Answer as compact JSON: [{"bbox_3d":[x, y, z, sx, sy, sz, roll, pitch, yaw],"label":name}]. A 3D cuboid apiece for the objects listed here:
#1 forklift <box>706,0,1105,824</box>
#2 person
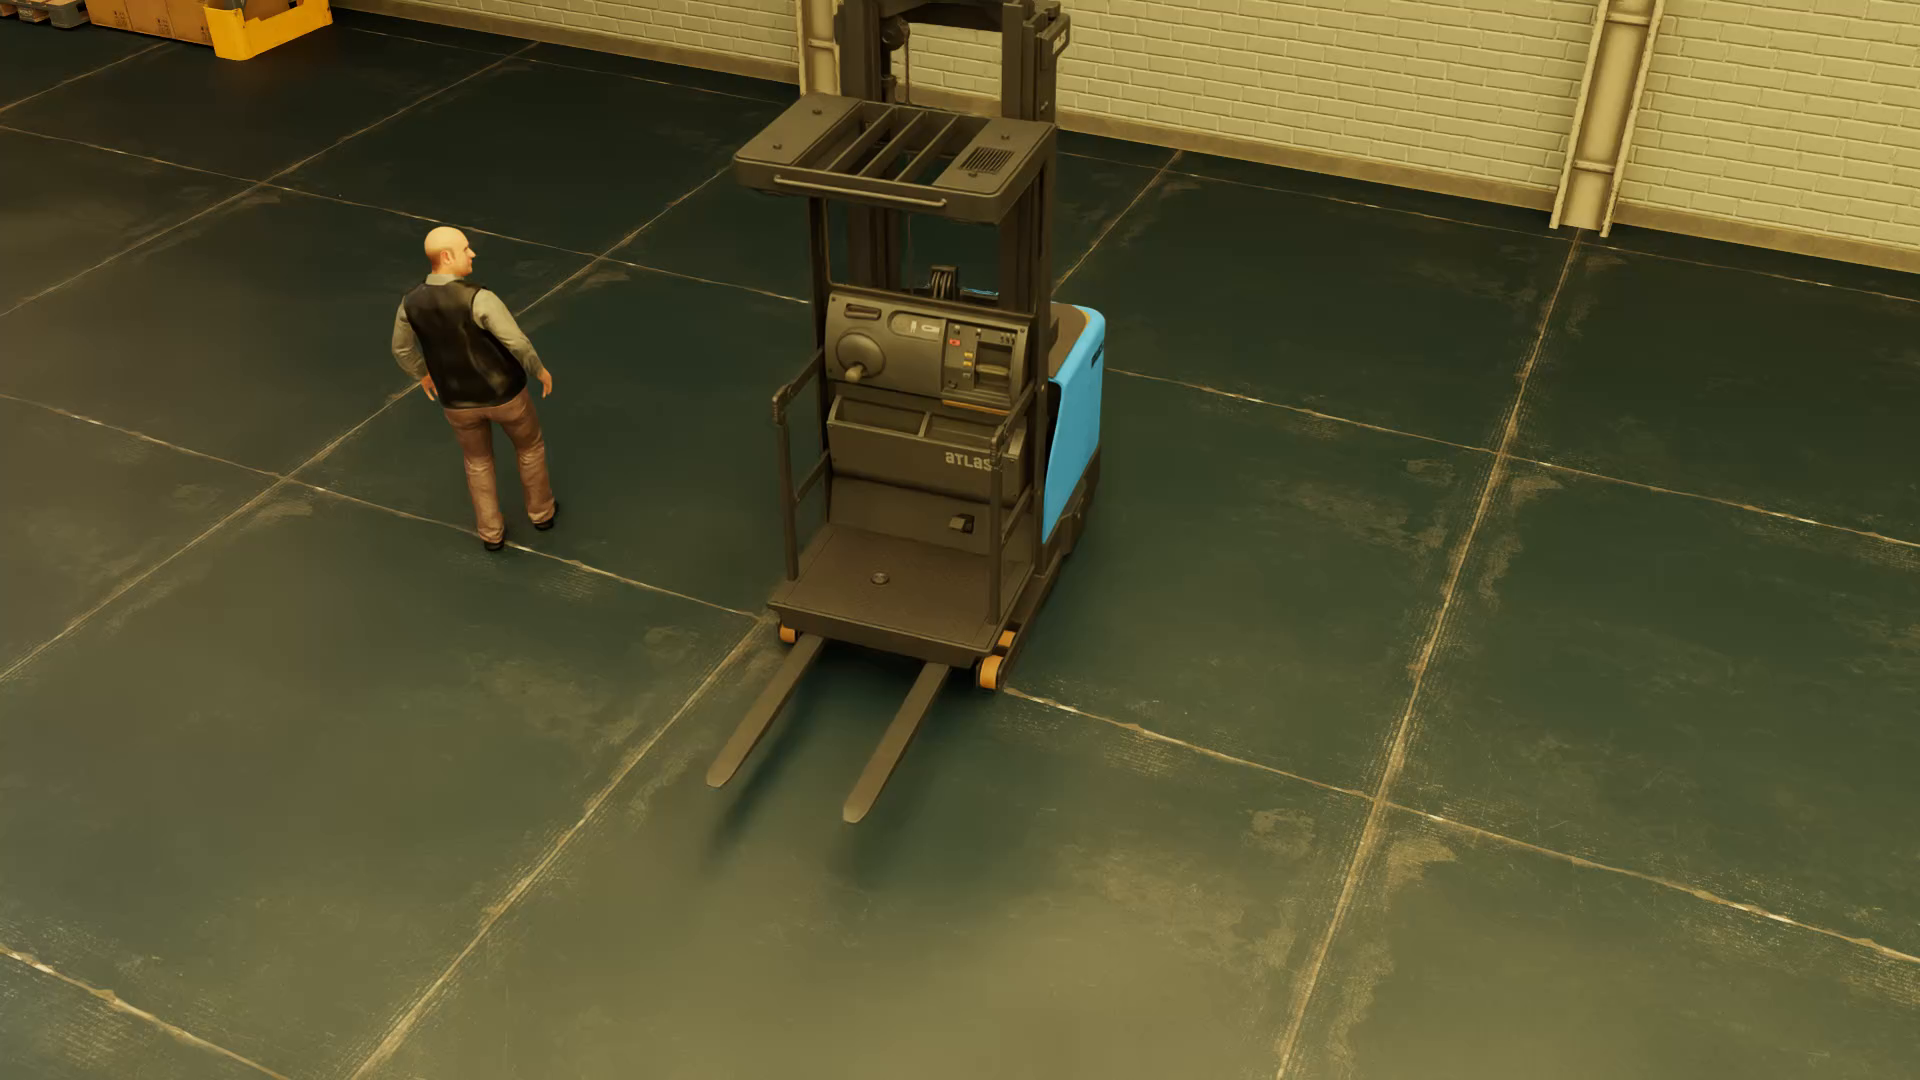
[{"bbox_3d":[-0.224,-0.774,7.171,1.130,2.935,3.031,12,37,16],"label":"forklift"},{"bbox_3d":[-2.371,-0.761,8.214,0.731,1.704,0.513,1,36,1],"label":"person"}]
